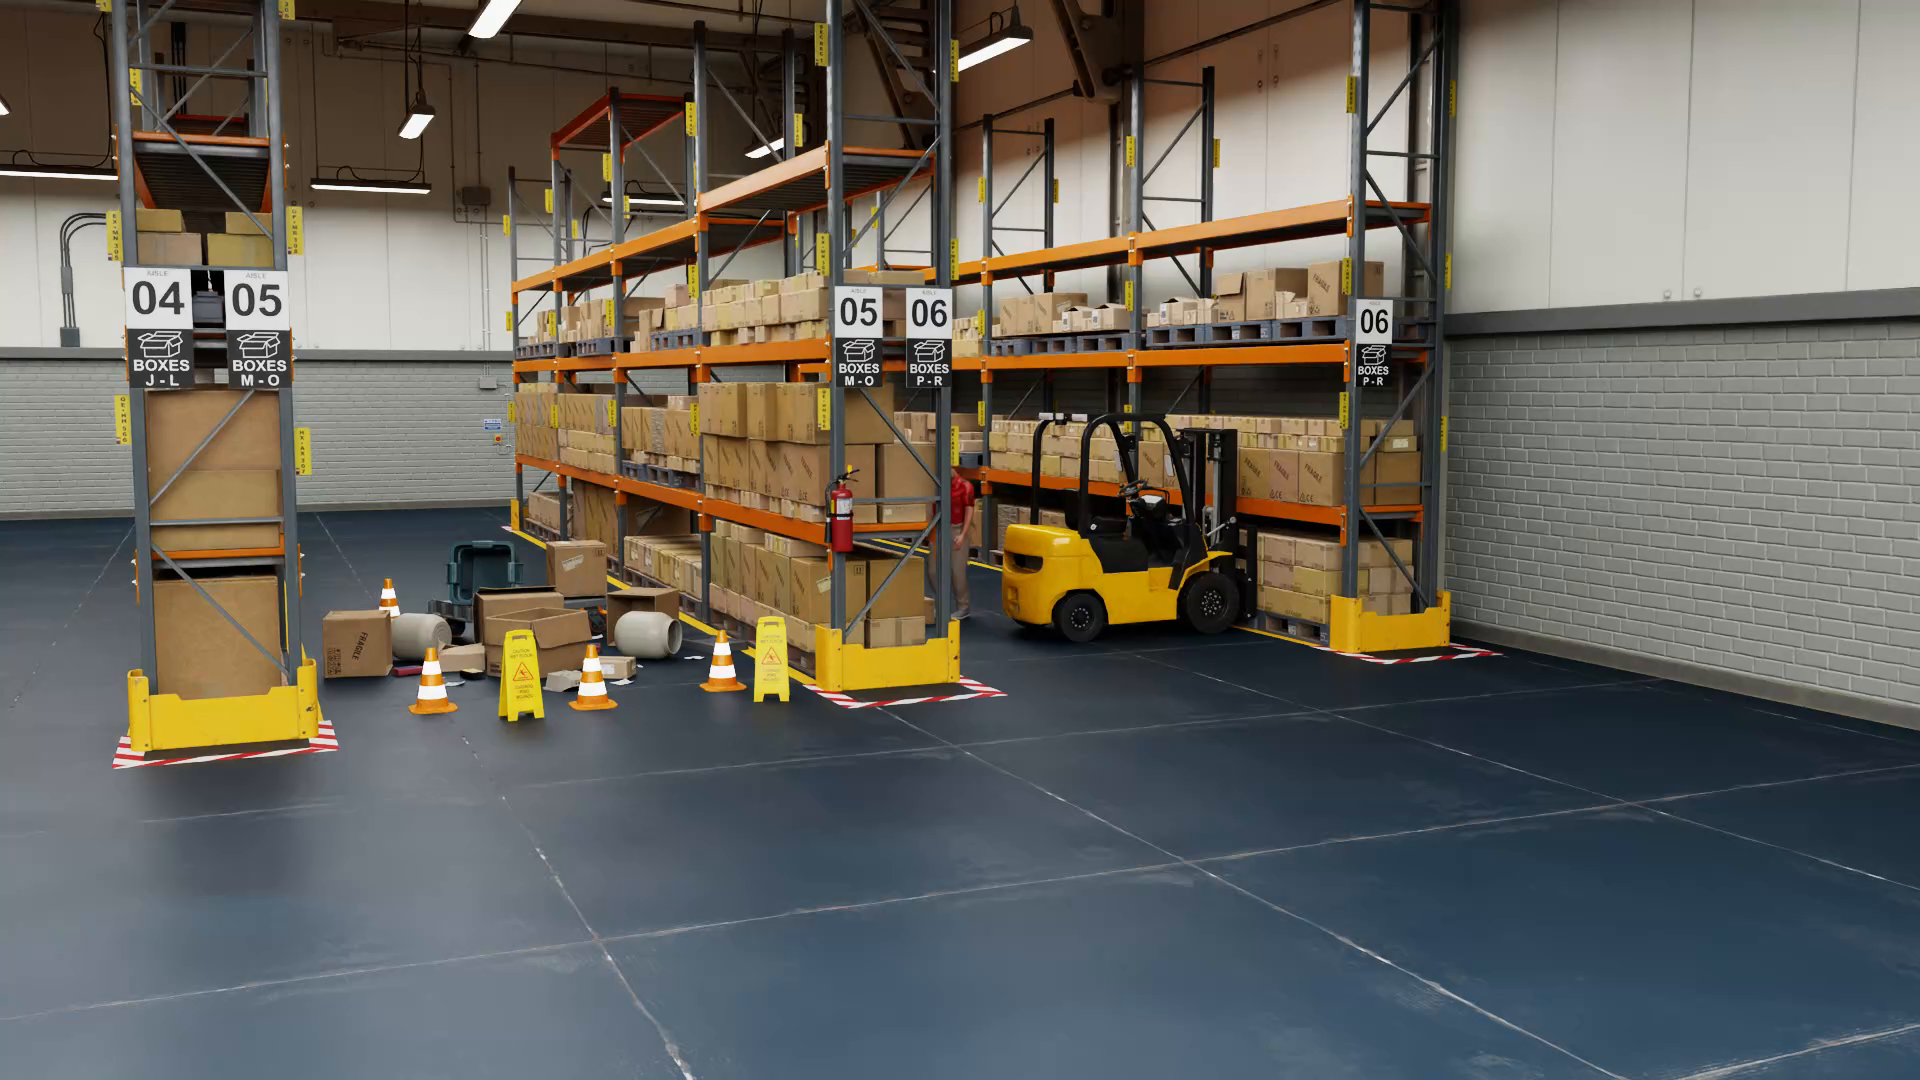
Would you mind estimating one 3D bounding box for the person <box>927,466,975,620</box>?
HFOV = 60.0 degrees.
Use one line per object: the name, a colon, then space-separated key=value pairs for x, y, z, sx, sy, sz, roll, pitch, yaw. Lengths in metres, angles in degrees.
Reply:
person: x=-0.085 y=-0.019 z=17.340 sx=0.553 sy=1.687 sz=0.410 roll=4 pitch=7 yaw=39
